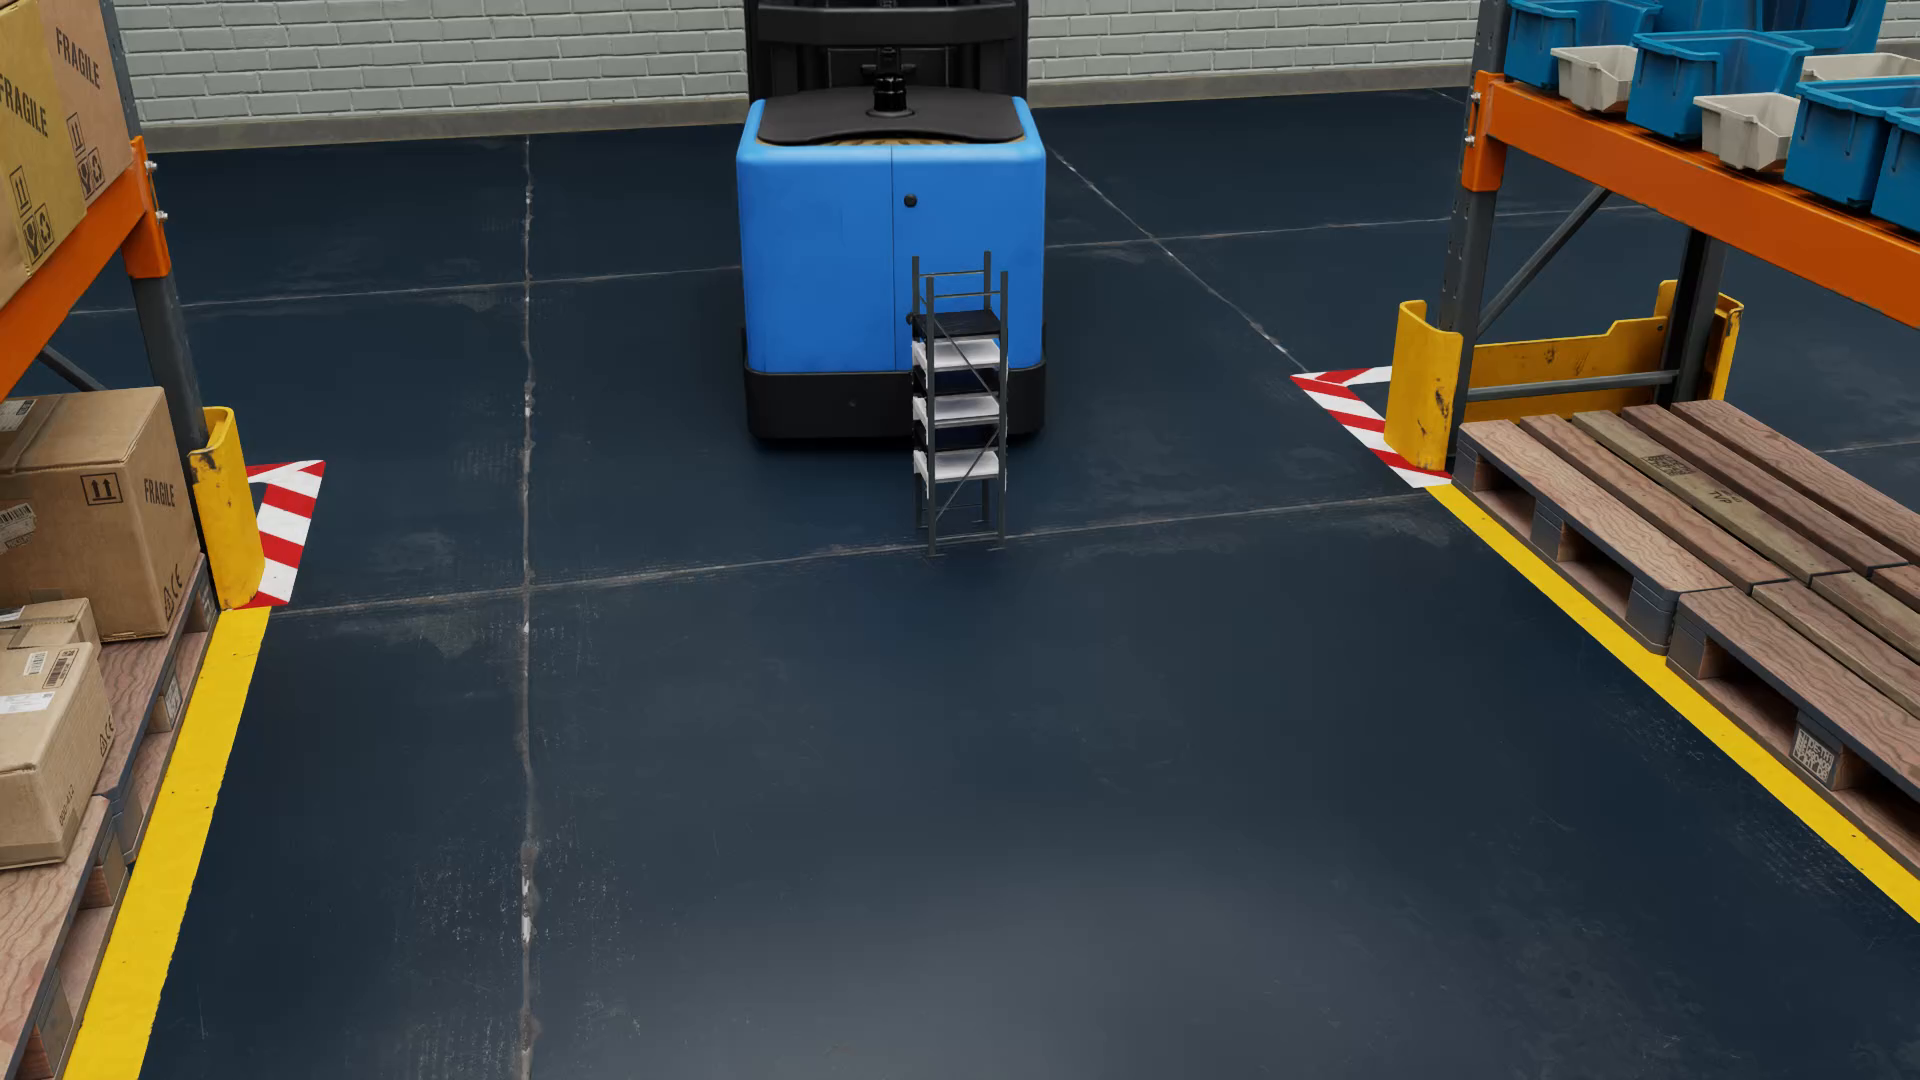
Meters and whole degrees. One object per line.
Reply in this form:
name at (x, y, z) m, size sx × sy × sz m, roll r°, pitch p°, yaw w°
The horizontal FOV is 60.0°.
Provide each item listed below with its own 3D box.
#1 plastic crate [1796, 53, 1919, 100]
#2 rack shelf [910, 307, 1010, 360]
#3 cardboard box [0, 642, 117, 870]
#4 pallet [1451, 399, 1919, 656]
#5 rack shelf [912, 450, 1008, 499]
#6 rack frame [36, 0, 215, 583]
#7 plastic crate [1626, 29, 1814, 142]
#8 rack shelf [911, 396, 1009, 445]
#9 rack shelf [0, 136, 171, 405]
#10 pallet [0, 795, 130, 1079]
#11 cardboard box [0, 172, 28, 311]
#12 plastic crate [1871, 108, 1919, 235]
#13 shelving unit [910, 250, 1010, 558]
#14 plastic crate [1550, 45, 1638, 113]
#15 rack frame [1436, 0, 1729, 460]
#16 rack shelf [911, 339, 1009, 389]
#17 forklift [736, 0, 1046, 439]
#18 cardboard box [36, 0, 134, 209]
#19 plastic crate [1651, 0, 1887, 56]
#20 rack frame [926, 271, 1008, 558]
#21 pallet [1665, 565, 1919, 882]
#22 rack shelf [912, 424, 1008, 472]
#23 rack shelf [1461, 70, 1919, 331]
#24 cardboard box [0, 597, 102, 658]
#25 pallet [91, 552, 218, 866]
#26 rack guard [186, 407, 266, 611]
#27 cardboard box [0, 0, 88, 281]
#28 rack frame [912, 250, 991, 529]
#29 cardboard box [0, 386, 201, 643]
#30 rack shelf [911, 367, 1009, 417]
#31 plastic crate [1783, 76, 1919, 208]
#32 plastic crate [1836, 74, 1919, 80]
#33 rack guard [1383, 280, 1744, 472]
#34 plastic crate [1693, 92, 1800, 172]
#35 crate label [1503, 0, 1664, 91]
plastic crate at (2.492, -1.263, 4.650) m, size 0.396 × 0.136 × 0.243 m, roll -6°, pitch 27°, yaw -12°
rack shelf at (-0.002, -0.617, 4.948) m, size 0.258 × 0.077 × 0.200 m, roll -6°, pitch 27°, yaw -12°
cardboard box at (-2.148, 0.472, 3.548) m, size 0.500 × 0.250 × 0.500 m, roll -6°, pitch 27°, yaw -12°
pallet at (2.280, -0.083, 5.180) m, size 1.003 × 0.211 × 1.213 m, roll -6°, pitch 27°, yaw -12°
rack shelf at (-0.002, -0.215, 5.150) m, size 0.258 × 0.077 × 0.200 m, roll -6°, pitch 27°, yaw -12°
rack frame at (-2.695, -1.192, 4.283) m, size 1.000 × 3.000 × 0.127 m, roll -6°, pitch 27°, yaw -12°
plastic crate at (2.015, -1.215, 4.447) m, size 0.416 × 0.233 × 0.300 m, roll -6°, pitch 27°, yaw -12°
rack shelf at (-0.002, -0.376, 5.069) m, size 0.258 × 0.077 × 0.200 m, roll -6°, pitch 27°, yaw -12°
rack shelf at (-2.245, 0.007, 2.706) m, size 1.077 × 0.370 × 4.000 m, roll -6°, pitch 27°, yaw -12°
pallet at (-2.226, 0.970, 3.094) m, size 1.003 × 0.211 × 1.213 m, roll -6°, pitch 27°, yaw -12°
cardboard box at (-2.102, -0.621, 3.041) m, size 0.500 × 0.500 × 0.500 m, roll -6°, pitch 27°, yaw -11°
plastic crate at (2.231, -0.794, 3.614) m, size 0.416 × 0.233 × 0.300 m, roll -6°, pitch 27°, yaw -12°
shelving unit at (-0.002, -0.405, 5.054) m, size 0.258 × 0.900 × 0.210 m, roll -6°, pitch 27°, yaw -12°
plastic crate at (1.858, -1.312, 4.746) m, size 0.250 × 0.136 × 0.298 m, roll -6°, pitch 27°, yaw -12°
rack frame at (2.132, -1.694, 5.277) m, size 1.000 × 3.000 × 0.127 m, roll -6°, pitch 27°, yaw -12°
rack shelf at (-0.002, -0.536, 4.988) m, size 0.258 × 0.077 × 0.200 m, roll -6°, pitch 27°, yaw -12°
forklift at (-0.293, -2.286, 6.527) m, size 1.130 × 2.935 × 3.031 m, roll -1°, pitch 27°, yaw -3°
cardboard box at (-2.329, -1.068, 3.926) m, size 0.500 × 0.500 × 0.500 m, roll -5°, pitch 27°, yaw -10°
plastic crate at (2.389, -1.608, 5.002) m, size 0.616 × 0.435 × 0.499 m, roll -6°, pitch 27°, yaw -12°
rack frame at (0.021, -0.361, 4.966) m, size 0.240 × 0.900 × 0.006 m, roll -6°, pitch 27°, yaw -12°
pallet at (2.551, 0.452, 4.121) m, size 1.003 × 0.211 × 1.213 m, roll -6°, pitch 27°, yaw -12°
rack shelf at (-0.002, -0.295, 5.110) m, size 0.258 × 0.077 × 0.200 m, roll -6°, pitch 27°, yaw -12°
rack shelf at (2.582, -0.495, 3.699) m, size 1.077 × 0.370 × 4.000 m, roll -6°, pitch 27°, yaw -12°
cardboard box at (-2.329, 0.277, 4.029) m, size 0.380 × 0.166 × 0.250 m, roll -6°, pitch 27°, yaw -12°
pallet at (-2.498, 0.436, 4.153) m, size 1.003 × 0.211 × 1.213 m, roll -6°, pitch 27°, yaw -12°
rack guard at (-2.678, -0.043, 4.781) m, size 1.175 × 0.500 × 0.348 m, roll -6°, pitch 27°, yaw -12°
cardboard box at (-2.209, -0.841, 3.476) m, size 0.500 × 0.500 × 0.500 m, roll -6°, pitch 27°, yaw -11°
rack frame at (-0.025, -0.450, 5.143) m, size 0.240 × 0.900 × 0.006 m, roll -6°, pitch 27°, yaw -12°
cardboard box at (-2.333, -0.059, 4.324) m, size 0.500 × 0.500 × 0.500 m, roll -6°, pitch 27°, yaw -12°
rack shelf at (-0.002, -0.456, 5.029) m, size 0.258 × 0.077 × 0.200 m, roll -6°, pitch 27°, yaw -12°
plastic crate at (2.163, -0.926, 3.875) m, size 0.416 × 0.233 × 0.300 m, roll -6°, pitch 27°, yaw -12°
plastic crate at (2.543, -1.134, 4.395) m, size 0.396 × 0.136 × 0.243 m, roll -6°, pitch 27°, yaw -12°
rack guard at (2.113, -0.587, 5.858) m, size 1.175 × 0.500 × 0.348 m, roll -6°, pitch 27°, yaw -12°
plastic crate at (2.011, -1.014, 4.156) m, size 0.250 × 0.136 × 0.298 m, roll -6°, pitch 27°, yaw -12°
crate label at (1.866, -1.504, 5.020) m, size 0.416 × 0.233 × 0.303 m, roll -6°, pitch 27°, yaw -12°
